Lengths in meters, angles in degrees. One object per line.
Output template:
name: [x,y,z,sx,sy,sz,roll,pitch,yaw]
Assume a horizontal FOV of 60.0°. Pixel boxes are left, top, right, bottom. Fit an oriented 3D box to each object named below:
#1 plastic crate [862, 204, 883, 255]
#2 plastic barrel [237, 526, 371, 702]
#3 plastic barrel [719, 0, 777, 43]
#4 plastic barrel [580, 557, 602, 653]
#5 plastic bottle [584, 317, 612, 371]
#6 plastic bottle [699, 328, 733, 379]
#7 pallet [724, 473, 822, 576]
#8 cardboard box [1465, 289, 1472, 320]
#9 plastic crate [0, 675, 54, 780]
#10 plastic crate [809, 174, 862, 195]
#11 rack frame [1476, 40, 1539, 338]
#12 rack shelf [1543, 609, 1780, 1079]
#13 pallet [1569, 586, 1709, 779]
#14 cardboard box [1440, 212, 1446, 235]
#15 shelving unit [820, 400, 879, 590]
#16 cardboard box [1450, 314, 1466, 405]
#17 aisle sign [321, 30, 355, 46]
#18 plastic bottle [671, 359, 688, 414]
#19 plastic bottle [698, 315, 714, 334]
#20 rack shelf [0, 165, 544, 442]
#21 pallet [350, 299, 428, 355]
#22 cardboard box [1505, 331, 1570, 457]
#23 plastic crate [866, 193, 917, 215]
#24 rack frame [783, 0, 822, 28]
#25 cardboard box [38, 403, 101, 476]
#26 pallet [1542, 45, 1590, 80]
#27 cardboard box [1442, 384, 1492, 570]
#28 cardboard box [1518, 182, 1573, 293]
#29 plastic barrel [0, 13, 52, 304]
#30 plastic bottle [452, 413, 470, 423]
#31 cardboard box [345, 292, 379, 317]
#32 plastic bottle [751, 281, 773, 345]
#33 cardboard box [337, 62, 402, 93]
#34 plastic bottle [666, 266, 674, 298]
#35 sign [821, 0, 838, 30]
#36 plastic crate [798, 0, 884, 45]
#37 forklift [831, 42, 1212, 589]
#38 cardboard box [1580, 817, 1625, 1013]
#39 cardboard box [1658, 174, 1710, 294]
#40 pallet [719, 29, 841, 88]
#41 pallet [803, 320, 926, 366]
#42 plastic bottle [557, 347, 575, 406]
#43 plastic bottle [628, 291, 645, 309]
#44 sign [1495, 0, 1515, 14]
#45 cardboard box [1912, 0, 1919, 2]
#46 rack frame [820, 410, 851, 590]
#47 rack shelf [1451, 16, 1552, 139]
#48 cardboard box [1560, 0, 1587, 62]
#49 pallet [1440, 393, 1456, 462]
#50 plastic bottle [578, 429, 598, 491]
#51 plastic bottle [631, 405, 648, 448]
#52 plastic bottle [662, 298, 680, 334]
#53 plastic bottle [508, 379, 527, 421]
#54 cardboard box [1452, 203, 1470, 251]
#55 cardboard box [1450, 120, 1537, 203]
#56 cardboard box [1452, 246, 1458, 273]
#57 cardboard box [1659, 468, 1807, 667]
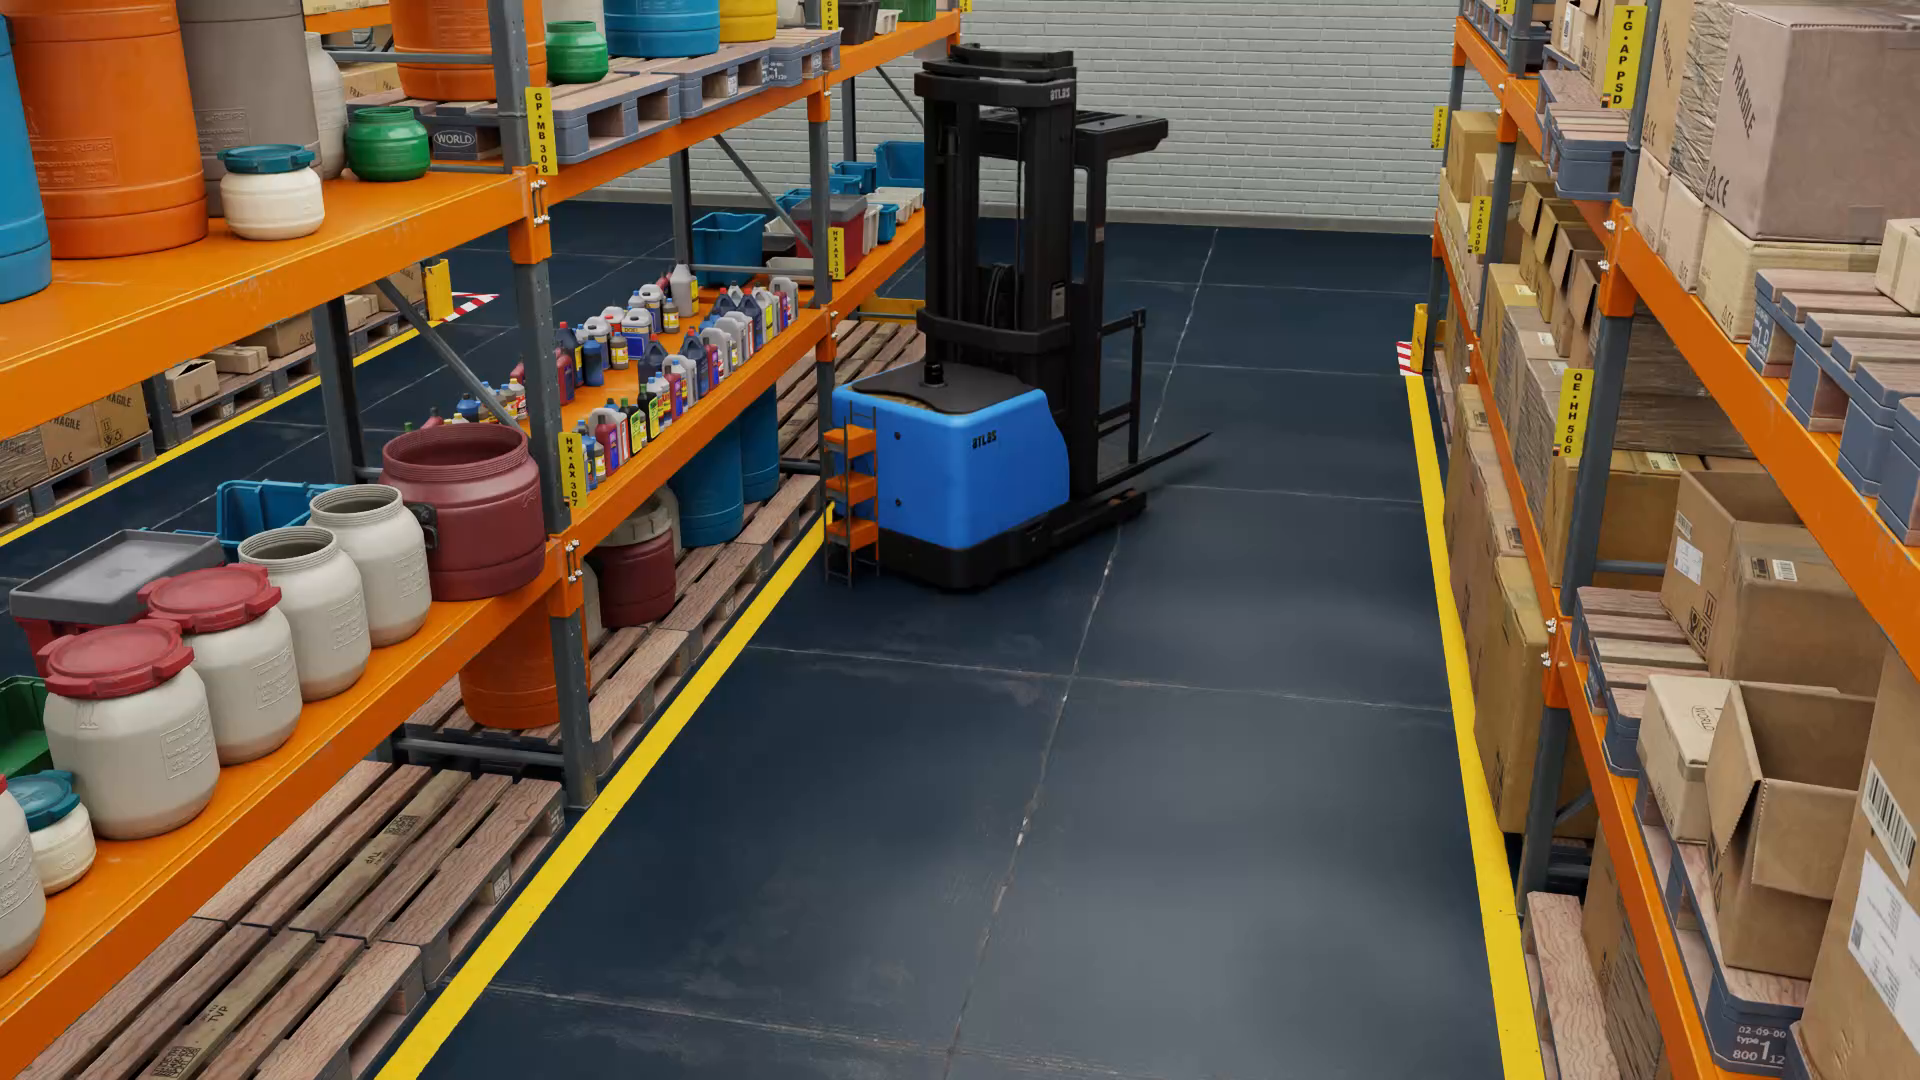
plastic crate: [-0.821,-2.228,11.948,0.437,0.282,0.530,4,22,11]
plastic barrel: [-2.216,0.247,5.575,0.421,0.512,0.421,0,22,0]
plastic barrel: [-1.301,-3.035,9.044,0.600,0.588,0.600,0,22,0]
plastic barrel: [-2.018,0.318,8.317,0.421,0.512,0.421,0,22,0]
plastic bottle: [-2.017,-1.089,9.209,0.152,0.276,0.135,4,22,11]
plastic bottle: [-1.329,-1.032,9.067,0.152,0.276,0.135,4,22,11]
pallet: [-1.511,-0.138,10.414,1.003,0.211,1.213,4,22,11]
cardboard box: [3.330,-1.447,10.268,0.380,0.149,0.250,5,22,12]
plastic crate: [-2.866,0.655,4.995,0.450,0.188,0.662,4,22,11]
plastic crate: [-1.004,-2.818,13.478,0.416,0.233,0.300,4,22,11]
rack frame: [3.536,-1.333,9.648,1.000,3.000,0.127,4,22,11]
rack shelf: [2.311,1.195,4.334,1.077,0.370,4.000,4,22,11]
pallet: [2.678,0.488,5.384,1.213,0.211,1.003,4,22,11]
cardboard box: [3.854,-2.387,12.602,0.380,0.149,0.250,4,22,10]
shelving unit: [-0.632,-0.255,9.581,0.215,1.050,0.252,17,27,36]
cardboard box: [4.114,-1.432,12.176,0.875,0.875,0.875,4,22,11]
aisle sign: [-5.619,-4.806,14.791,0.394,0.787,0.004,4,22,11]
plastic bottle: [-1.438,-0.784,8.458,0.097,0.271,0.097,0,22,0]
plastic bottle: [-1.408,-1.117,9.285,0.097,0.271,0.097,0,22,0]
rack shelf: [-2.537,-0.574,4.711,1.077,0.370,4.000,4,22,11]
pallet: [-5.523,-1.939,14.887,1.003,0.211,1.213,4,22,11]
cardboard box: [2.893,-0.674,7.878,0.500,0.500,0.500,5,22,12]
plastic crate: [-0.559,-2.662,13.221,0.396,0.136,0.243,4,22,11]
rack frame: [-1.313,-4.493,9.465,1.000,3.000,0.127,4,22,11]
cardboard box: [-6.091,-0.752,10.962,0.500,0.500,0.500,5,22,11]
pallet: [3.397,-2.297,8.282,0.805,0.209,1.217,4,22,9]
cardboard box: [3.425,-0.307,9.382,1.225,0.875,0.875,5,22,11]
cardboard box: [3.413,-1.610,8.860,0.797,0.503,0.637,4,22,10]
plastic barrel: [-2.787,-1.090,4.358,0.600,0.901,0.708,4,22,11]
plastic bottle: [-2.356,-0.497,7.838,0.097,0.201,0.097,0,22,0]
cardboard box: [-5.386,-2.083,14.715,0.380,0.166,0.250,4,22,11]
plastic bottle: [-1.180,-1.327,9.698,0.144,0.351,0.185,4,22,11]
cardboard box: [-5.167,-3.879,14.497,0.500,0.500,0.500,4,22,10]
plastic bottle: [-1.806,-1.555,10.355,0.061,0.283,0.133,4,22,11]
sign: [-0.775,-3.063,9.918,0.100,0.325,0.005,4,22,11]
plastic crate: [-0.791,-3.475,11.126,0.497,0.269,0.590,4,22,11]
forklift: [0.554,-1.560,10.304,1.130,2.935,3.031,17,27,36]
cardboard box: [2.602,1.332,5.788,0.700,0.500,0.500,3,22,8]
cardboard box: [2.269,-0.852,4.639,0.500,0.250,0.500,5,22,12]
pallet: [-1.377,-2.720,9.330,1.213,0.211,1.003,4,22,11]
pallet: [-0.703,-1.581,13.997,1.003,0.211,1.213,4,22,11]
plastic bottle: [-2.052,-0.849,8.602,0.061,0.283,0.133,4,22,11]
plastic bottle: [-1.906,-1.336,9.829,0.097,0.271,0.097,0,22,0]
sign: [2.992,-3.043,9.080,0.100,0.325,0.005,4,22,11]
cardboard box: [2.773,-1.158,4.395,0.500,0.500,0.500,4,22,11]
rack frame: [-0.709,-0.219,9.493,0.200,1.050,0.008,17,27,36]
rack shelf: [3.944,-3.122,11.038,1.077,0.370,4.000,4,22,11]
cardboard box: [3.224,-2.483,8.047,0.500,0.311,0.500,4,22,9]
pallet: [4.014,-0.759,11.956,1.003,0.211,1.213,4,22,11]
plastic bottle: [-1.674,-0.362,7.409,0.097,0.271,0.097,0,22,0]
plastic bottle: [-1.552,-0.547,7.964,0.097,0.201,0.097,0,22,0]
plastic bottle: [-1.729,-1.342,9.935,0.097,0.201,0.097,0,22,0]
plastic bottle: [-2.237,-0.710,8.368,0.097,0.201,0.097,0,22,0]
cardboard box: [3.683,-2.144,11.464,0.500,0.250,0.500,4,22,10]
cardboard box: [3.788,-2.684,11.802,0.500,0.500,0.500,4,22,9]
cardboard box: [3.592,-1.916,11.432,0.380,0.149,0.250,5,22,12]
cardboard box: [2.648,0.089,5.421,0.500,0.500,0.500,2,22,4]
